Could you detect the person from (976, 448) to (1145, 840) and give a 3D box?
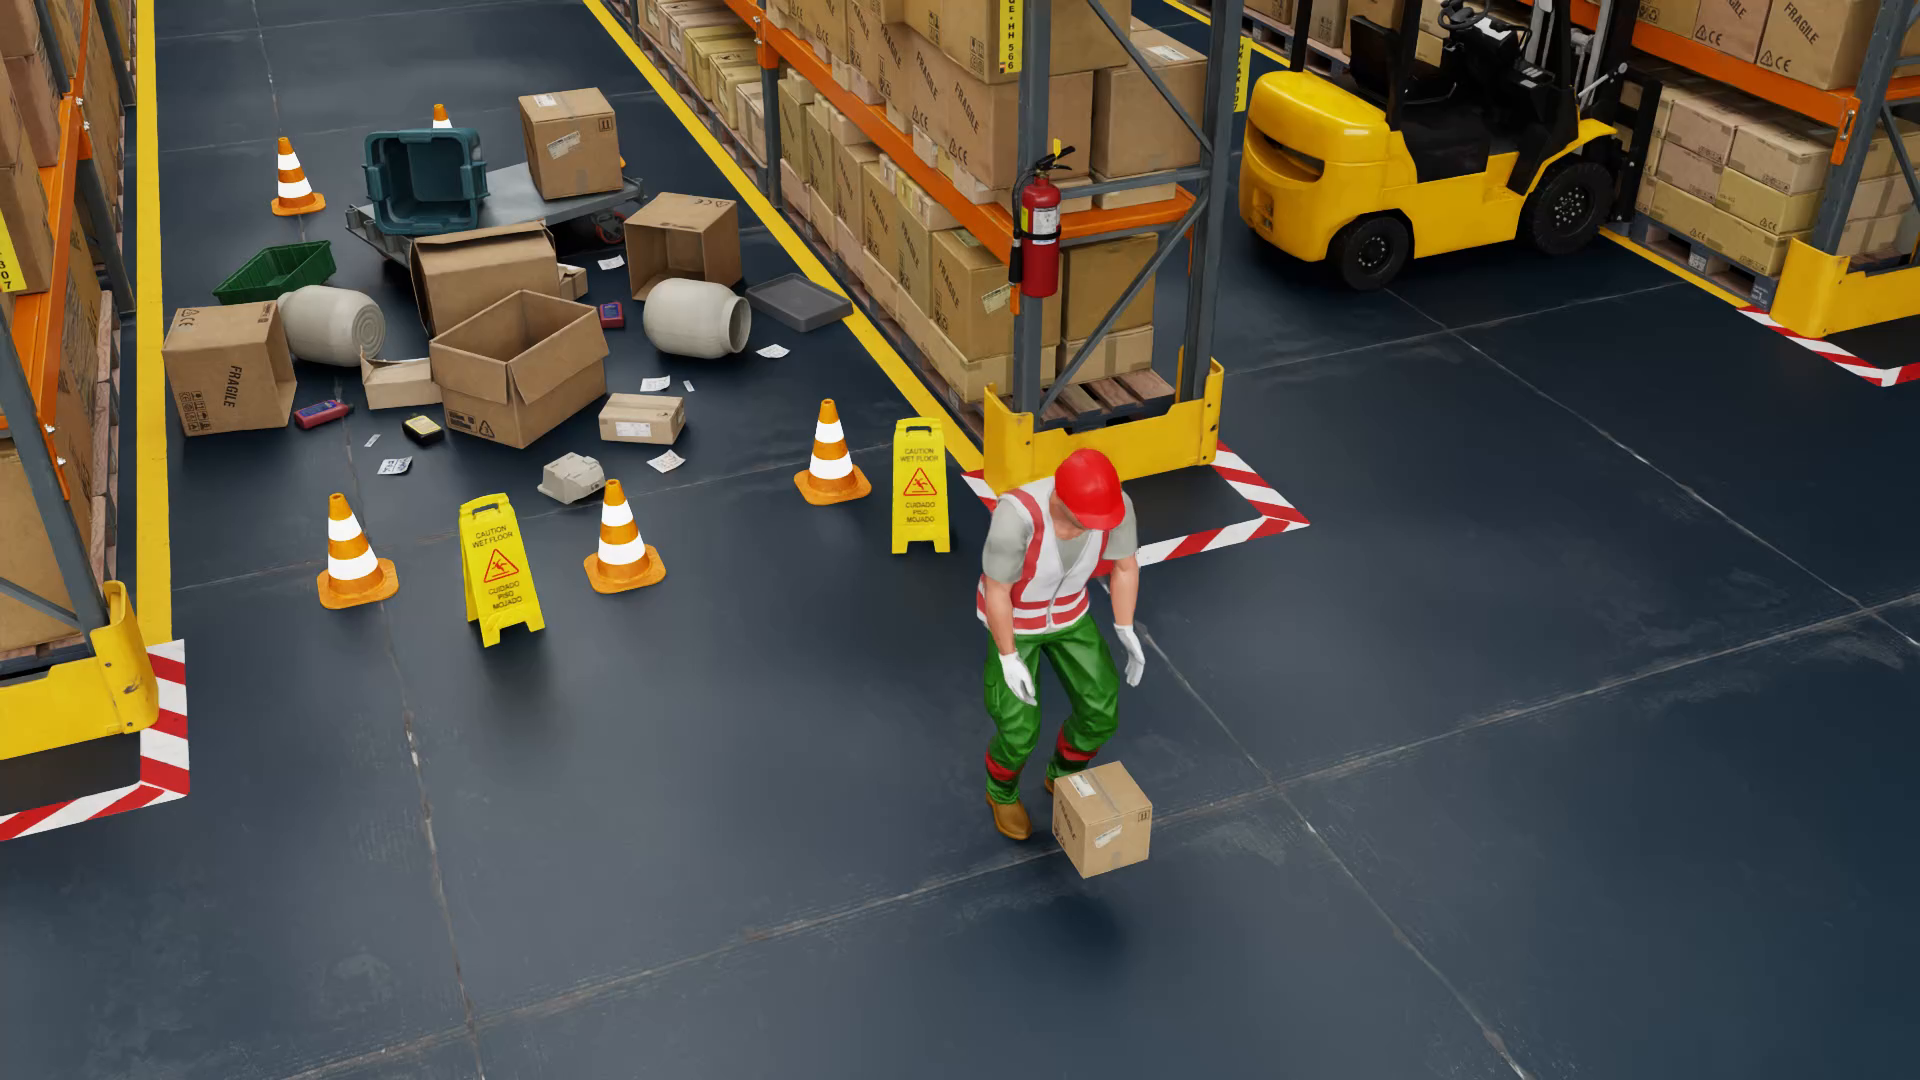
[{"bbox_3d":[0.343,0.327,5.768,0.568,1.627,0.602,-12,35,-18],"label":"person"}]
